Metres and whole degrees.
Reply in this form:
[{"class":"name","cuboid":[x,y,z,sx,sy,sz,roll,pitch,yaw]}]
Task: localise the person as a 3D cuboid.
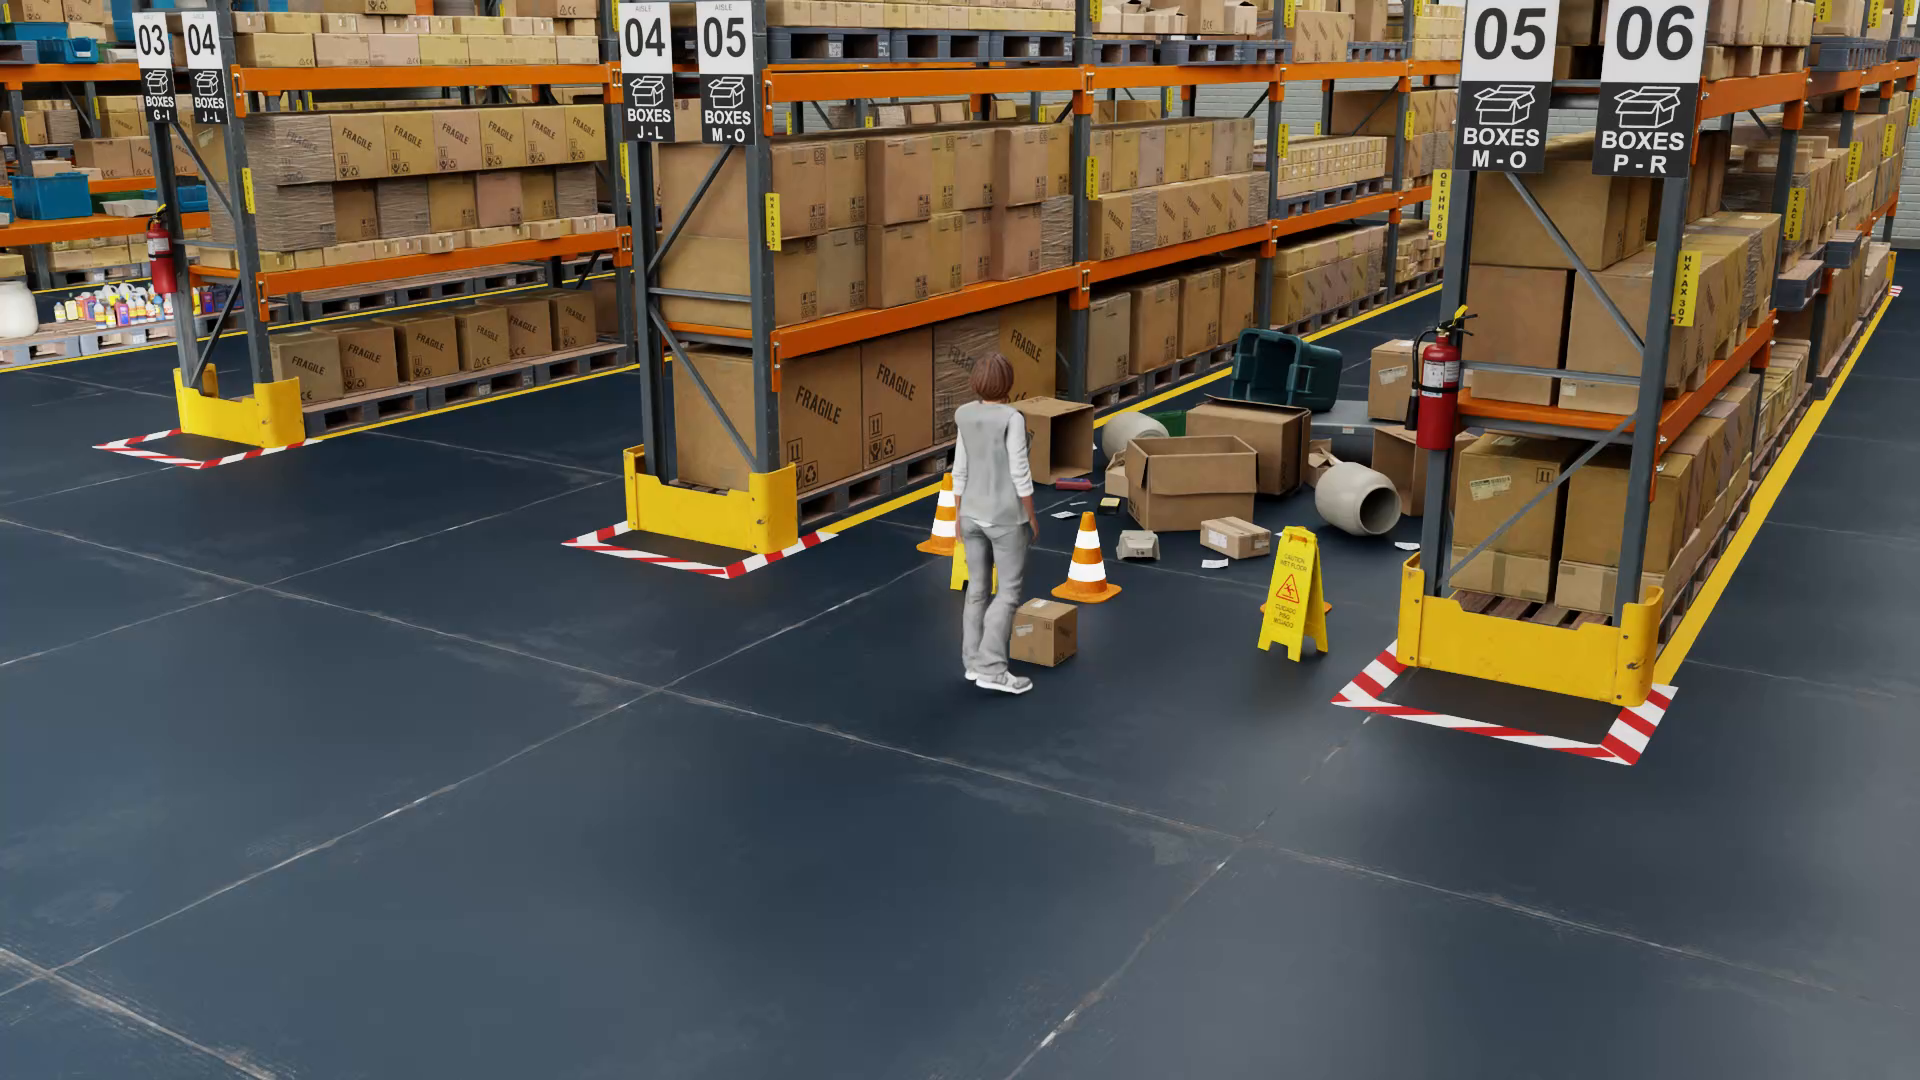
[{"class":"person","cuboid":[0.162,-0.085,7.771,0.441,1.601,0.359,13,21,38]}]
